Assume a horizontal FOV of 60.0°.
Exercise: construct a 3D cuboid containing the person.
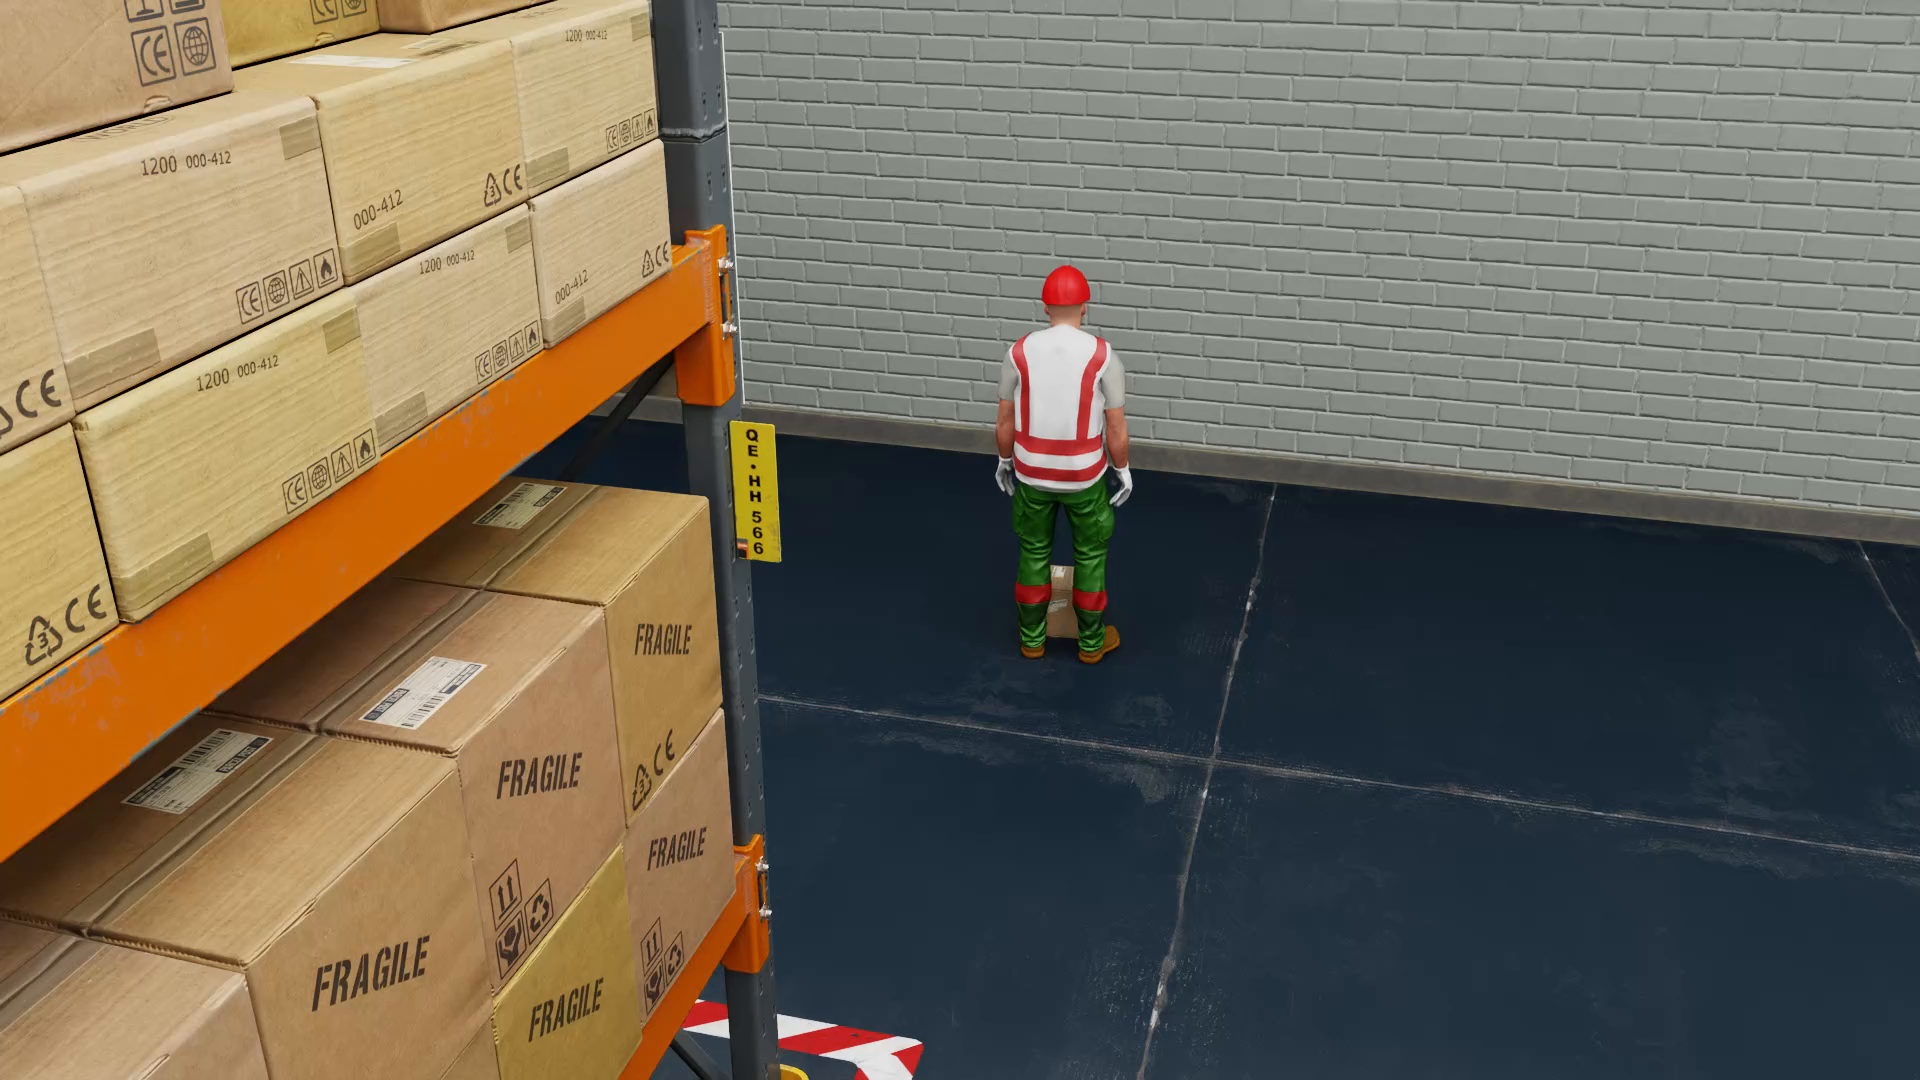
[{"bbox_3d":[0.452,-0.306,7.245,0.606,1.778,0.453,6,26,13],"label":"person"}]
